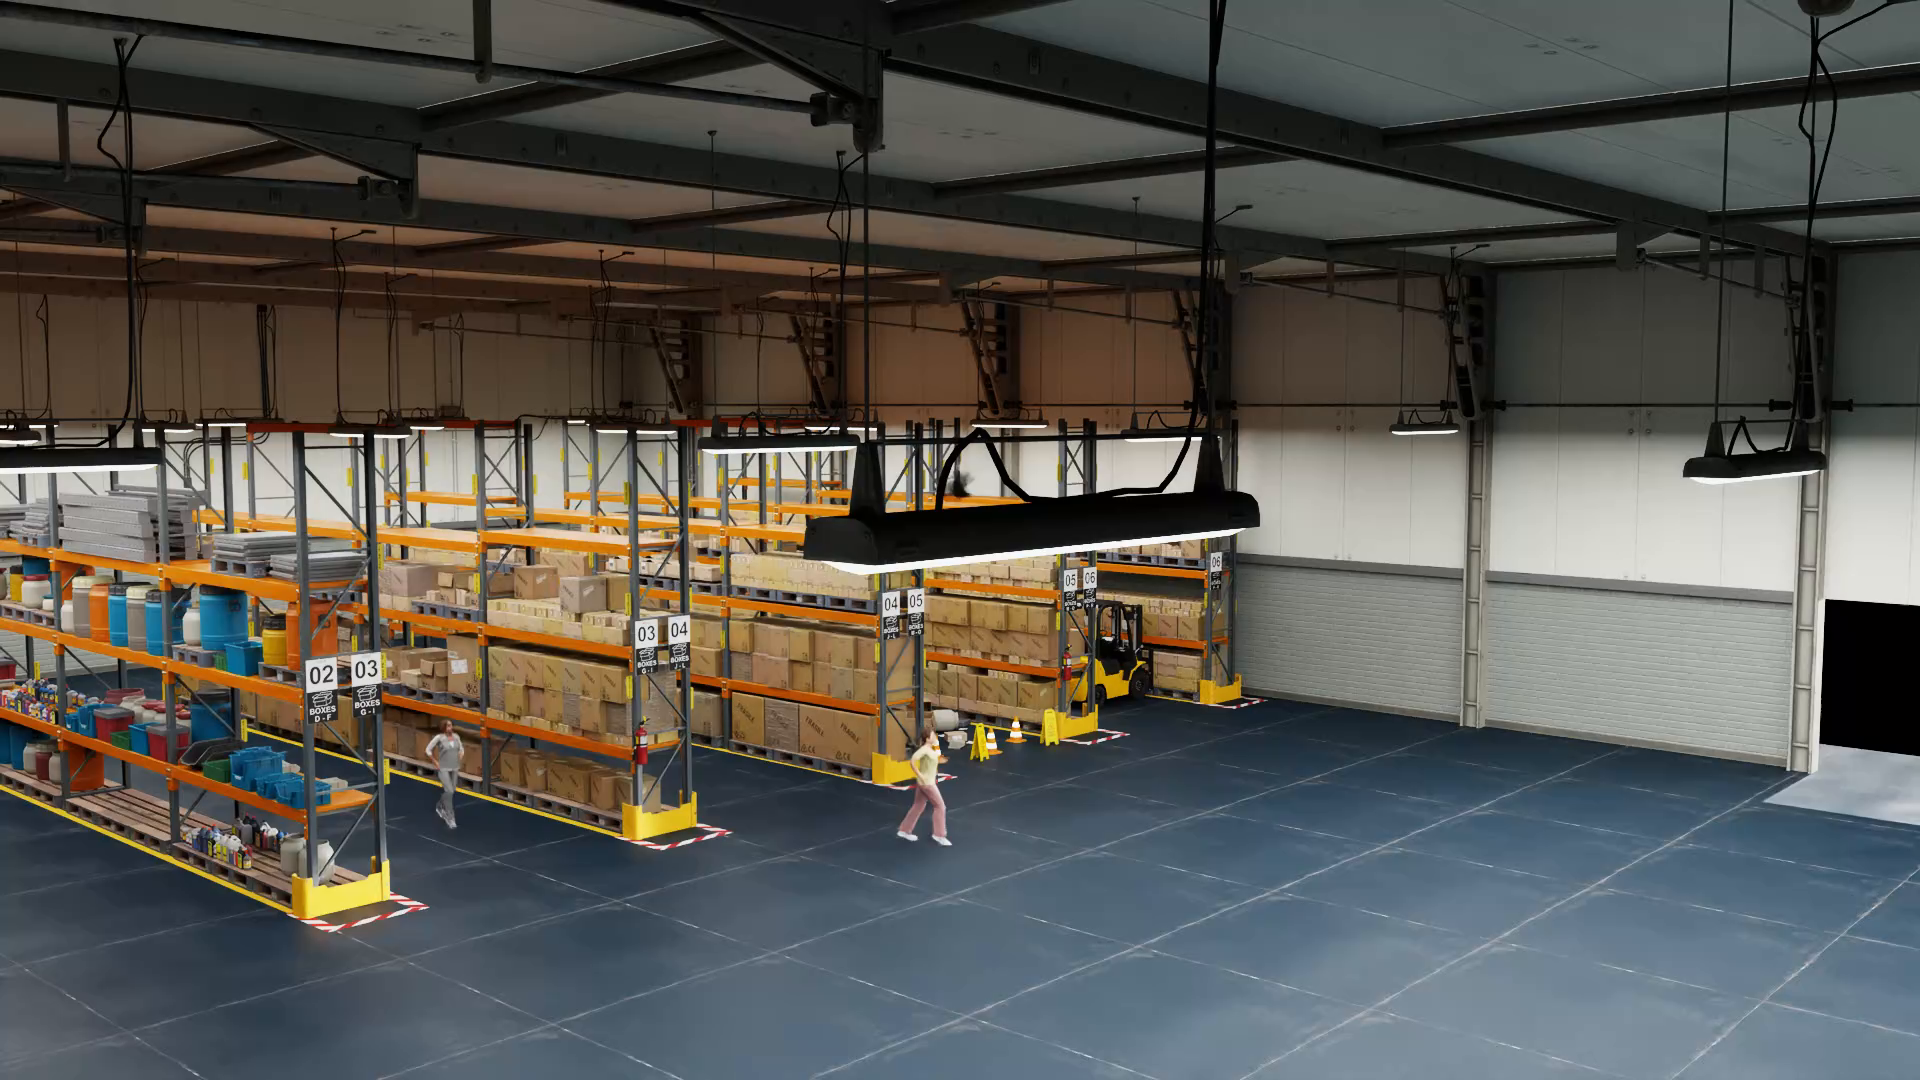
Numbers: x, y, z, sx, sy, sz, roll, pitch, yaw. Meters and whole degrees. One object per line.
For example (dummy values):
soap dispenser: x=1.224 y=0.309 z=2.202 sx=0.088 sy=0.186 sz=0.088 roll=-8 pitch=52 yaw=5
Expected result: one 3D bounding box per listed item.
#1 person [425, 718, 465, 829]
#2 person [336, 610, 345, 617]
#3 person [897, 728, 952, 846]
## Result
person: x=-7.731 y=3.509 z=25.052 sx=0.656 sy=1.634 sz=0.542 roll=4 pitch=6 yaw=41
person: x=-14.150 y=2.409 z=37.651 sx=0.806 sy=1.714 sz=0.599 roll=-2 pitch=5 yaw=-21
person: x=-0.522 y=3.550 z=23.918 sx=0.793 sy=1.725 sz=0.549 roll=-1 pitch=5 yaw=-7
